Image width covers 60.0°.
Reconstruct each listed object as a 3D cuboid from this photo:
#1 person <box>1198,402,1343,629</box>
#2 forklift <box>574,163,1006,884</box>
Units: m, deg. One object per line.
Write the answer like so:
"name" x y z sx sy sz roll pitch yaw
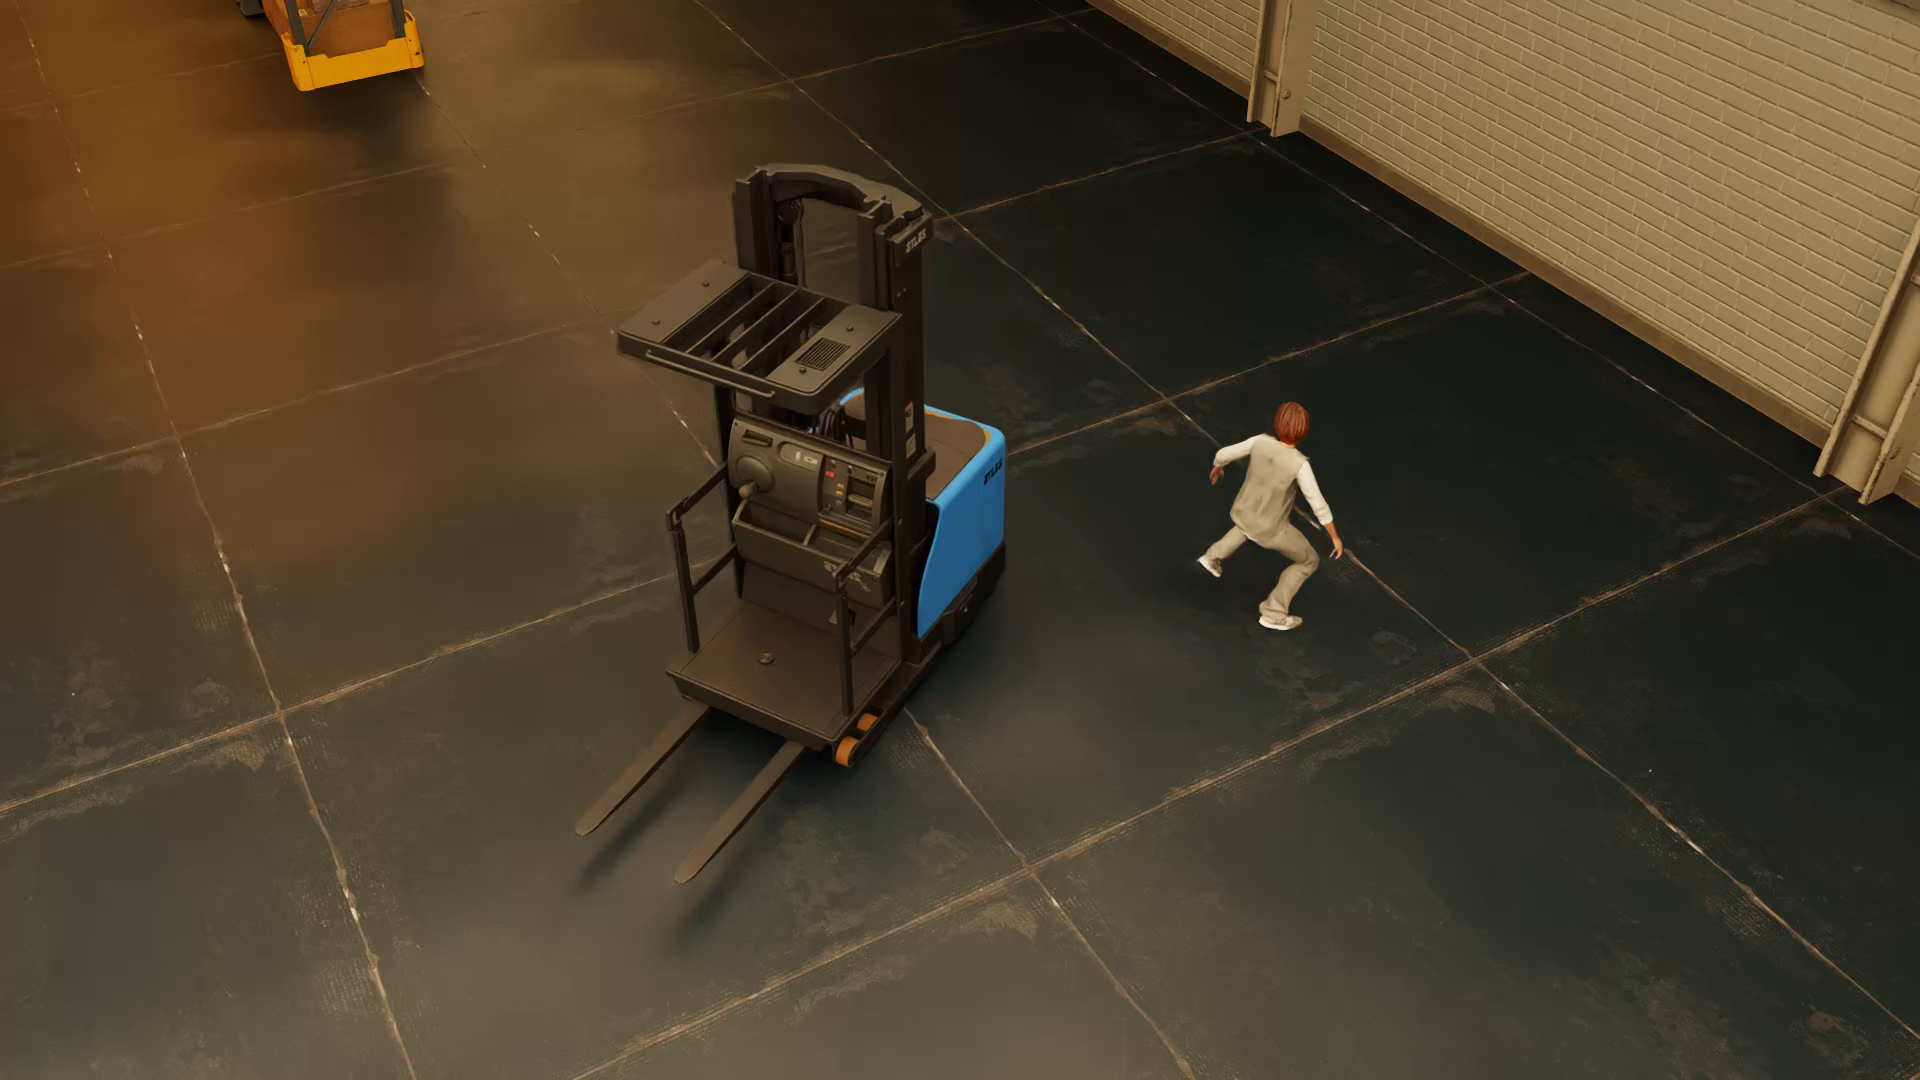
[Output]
"person" 1.764 -0.151 9.387 0.456 1.487 0.845 -23 45 -25
"forklift" -0.886 -0.251 8.338 1.130 2.935 3.031 20 44 22
